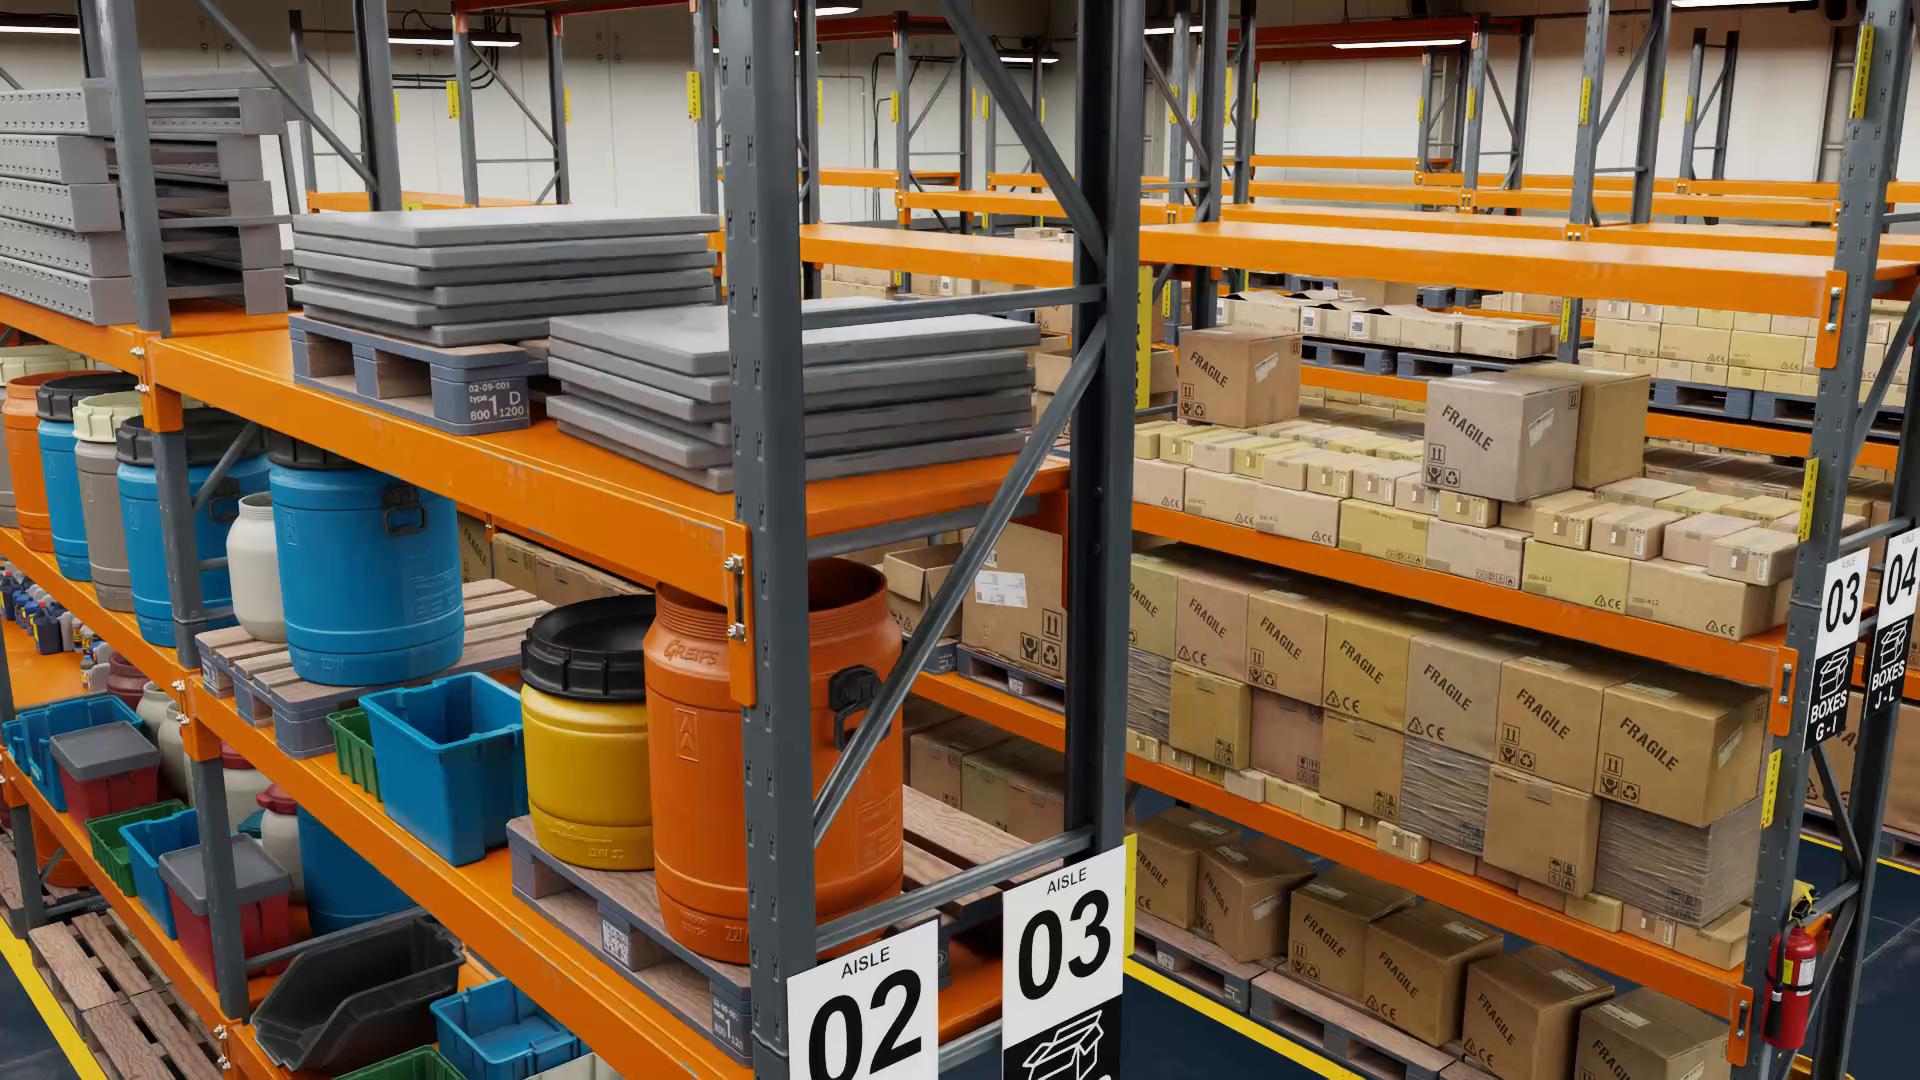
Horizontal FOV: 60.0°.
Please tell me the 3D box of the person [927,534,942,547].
[{"bbox_3d":[-0.322,-0.138,17.068,0.498,1.718,0.512,13,19,42],"label":"person"}]
